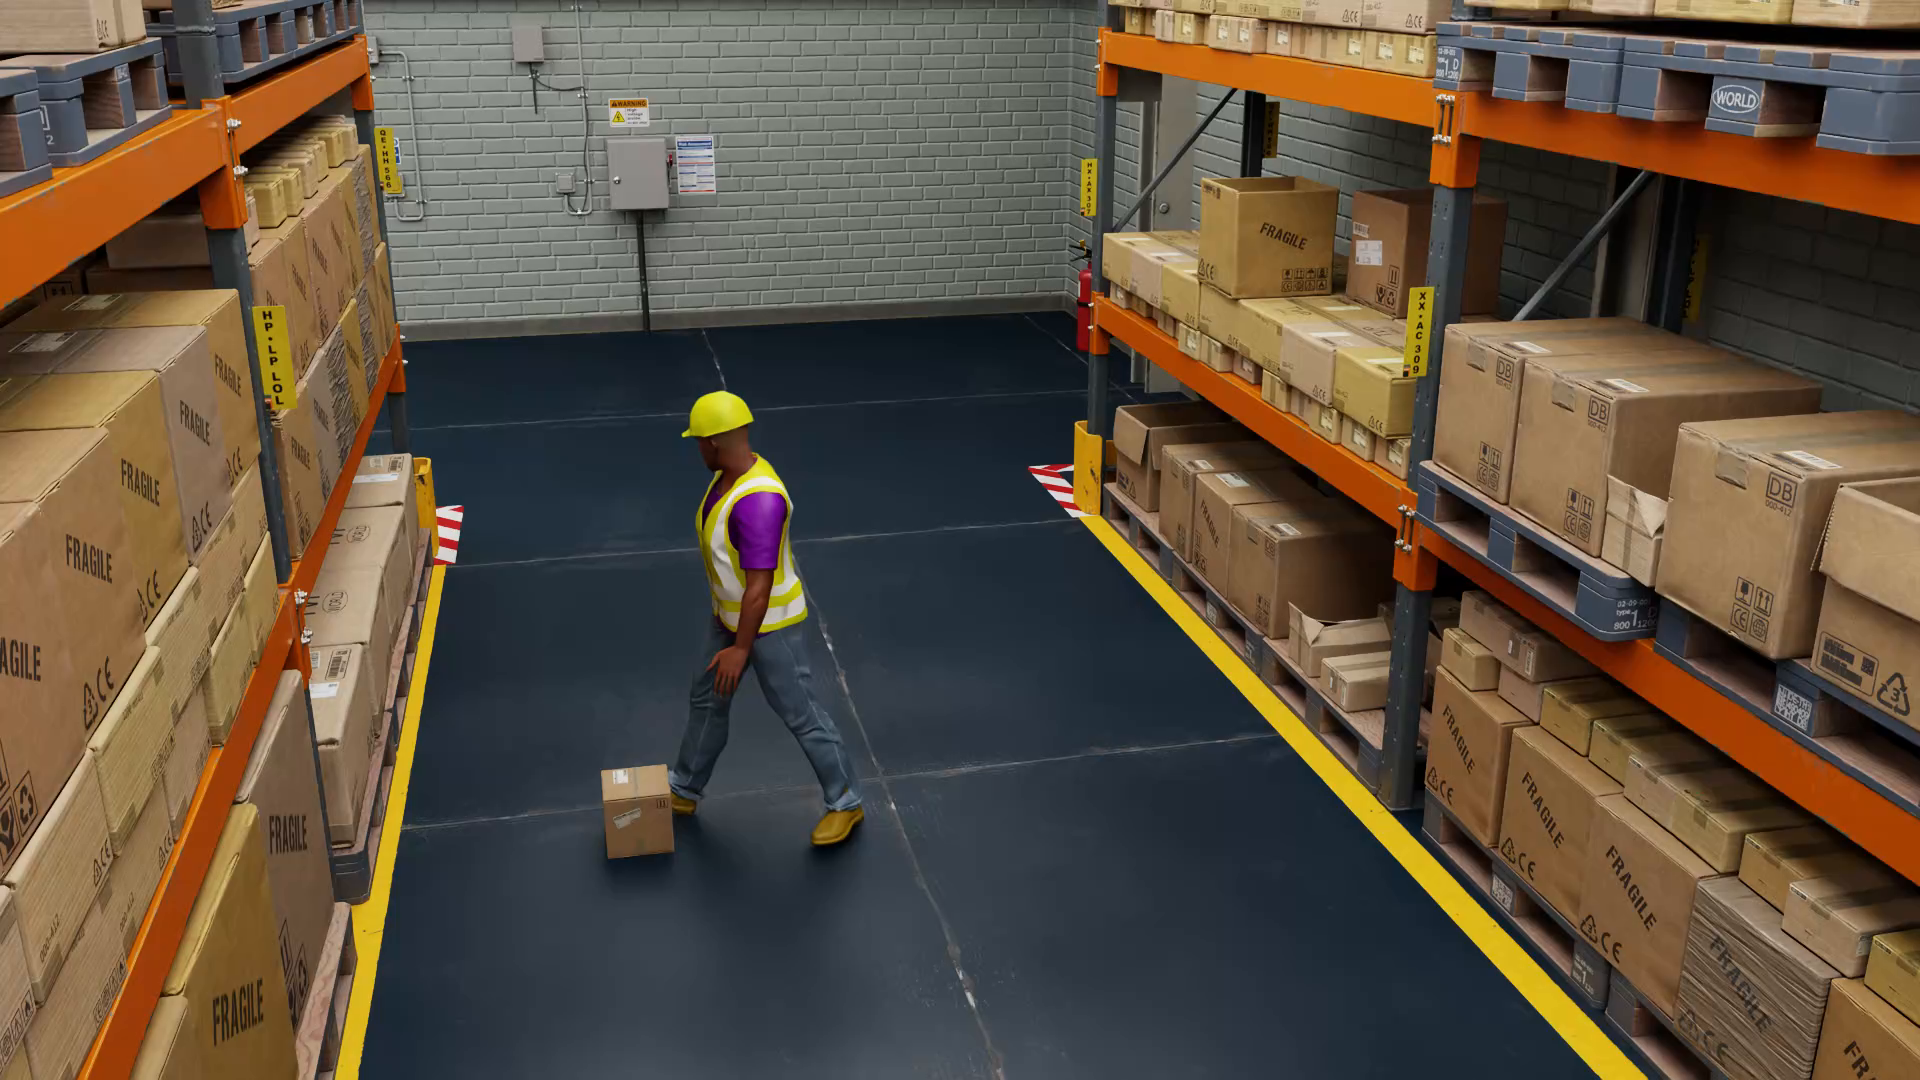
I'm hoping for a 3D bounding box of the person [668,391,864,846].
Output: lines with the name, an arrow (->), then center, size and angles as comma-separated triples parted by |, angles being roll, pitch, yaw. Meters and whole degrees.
person -> -0.831, 0.293, 6.187 | 0.844, 1.730, 0.675 | -10, 22, -25
